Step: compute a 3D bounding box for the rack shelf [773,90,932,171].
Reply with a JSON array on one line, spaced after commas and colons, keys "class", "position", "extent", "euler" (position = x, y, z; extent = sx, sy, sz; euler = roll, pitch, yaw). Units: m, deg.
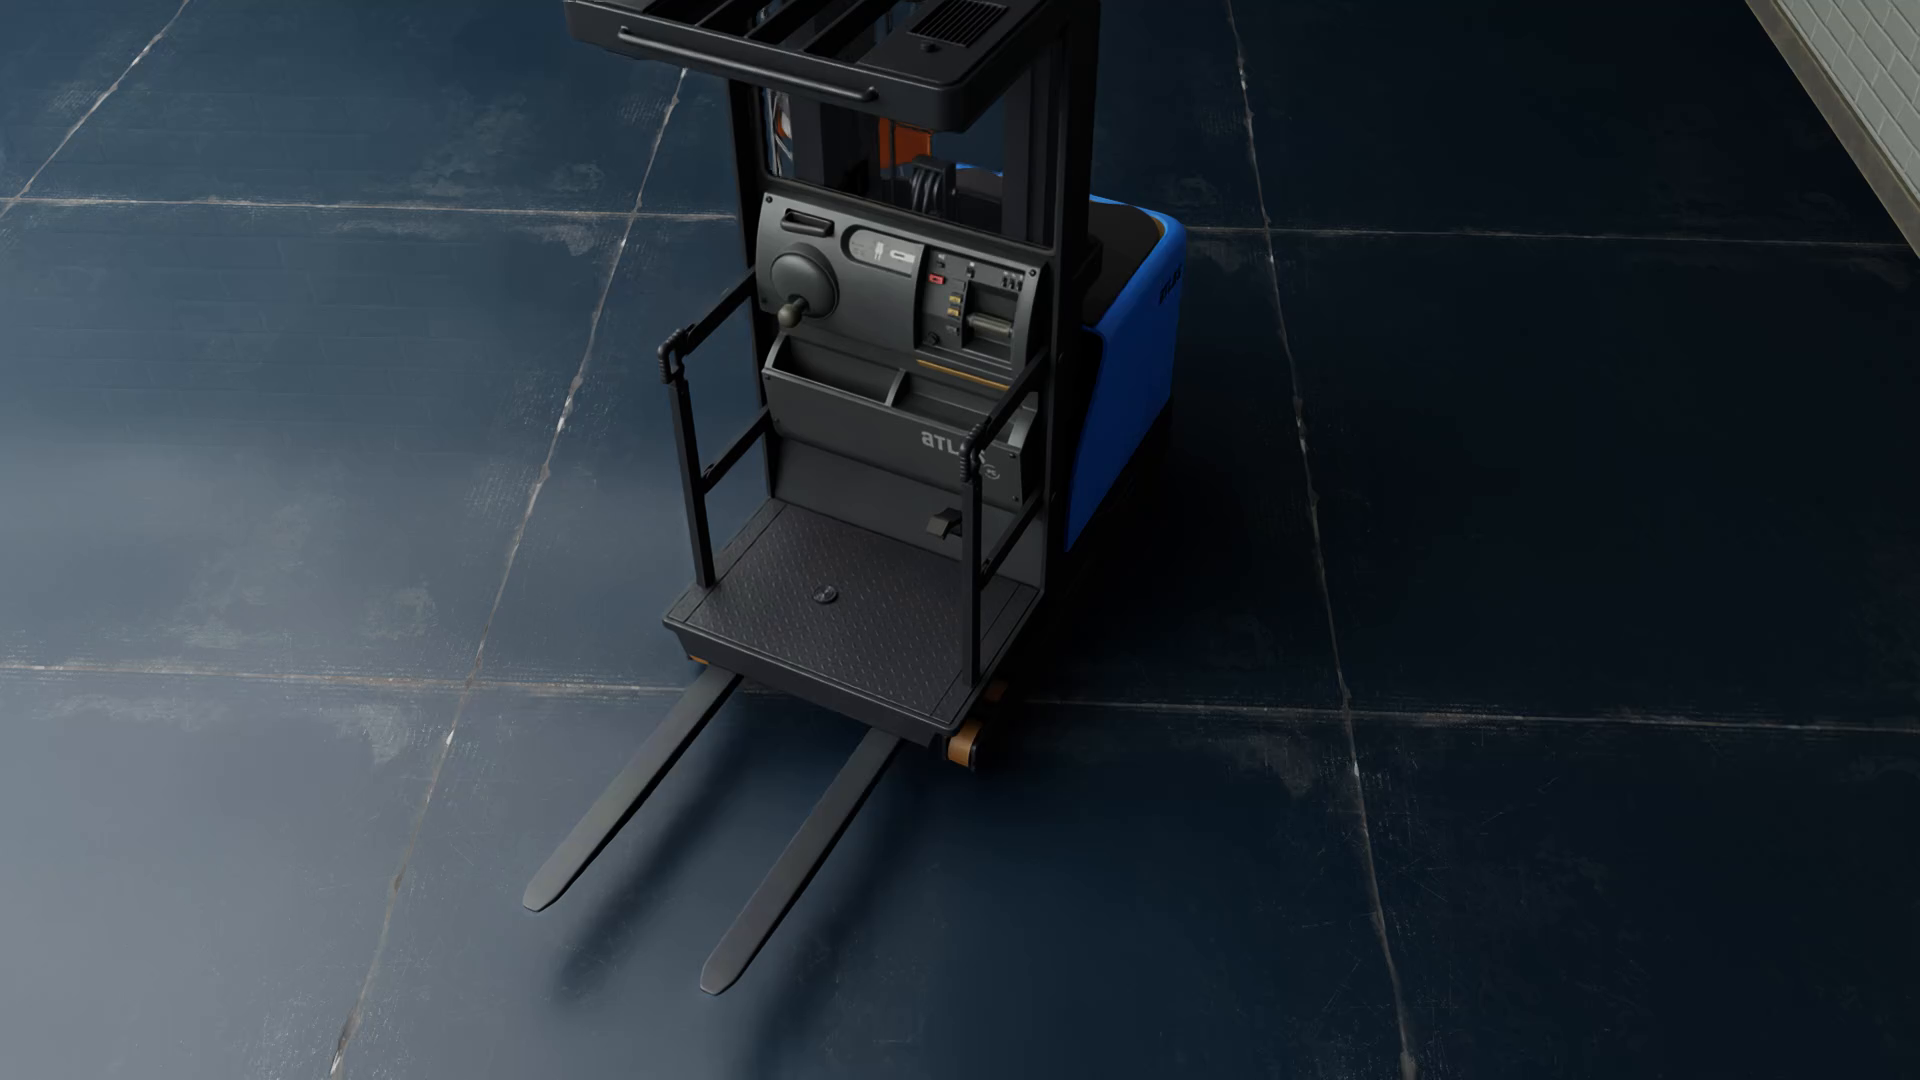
[{"class": "rack shelf", "position": [-0.411, -1.501, 6.341], "extent": [0.480, 0.518, 0.431], "euler": [-18, 46, -18]}]

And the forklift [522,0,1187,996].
[{"class": "forklift", "position": [-0.290, -0.679, 4.828], "extent": [1.130, 2.935, 3.031], "euler": [19, 46, 19]}]

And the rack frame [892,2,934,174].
[{"class": "rack frame", "position": [-0.189, -1.581, 6.406], "extent": [0.015, 2.100, 0.400], "euler": [-18, 46, -18]}]

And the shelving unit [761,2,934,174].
[{"class": "shelving unit", "position": [-0.411, -1.511, 6.331], "extent": [0.503, 2.100, 0.431], "euler": [-18, 46, -18]}]

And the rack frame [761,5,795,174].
[{"class": "rack frame", "position": [-0.632, -1.441, 6.256], "extent": [0.015, 2.100, 0.400], "euler": [-18, 46, -18]}]

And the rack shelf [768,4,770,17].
[{"class": "rack shelf", "position": [-0.411, -2.013, 5.863], "extent": [0.480, 0.518, 0.431], "euler": [-18, 46, -18]}]
